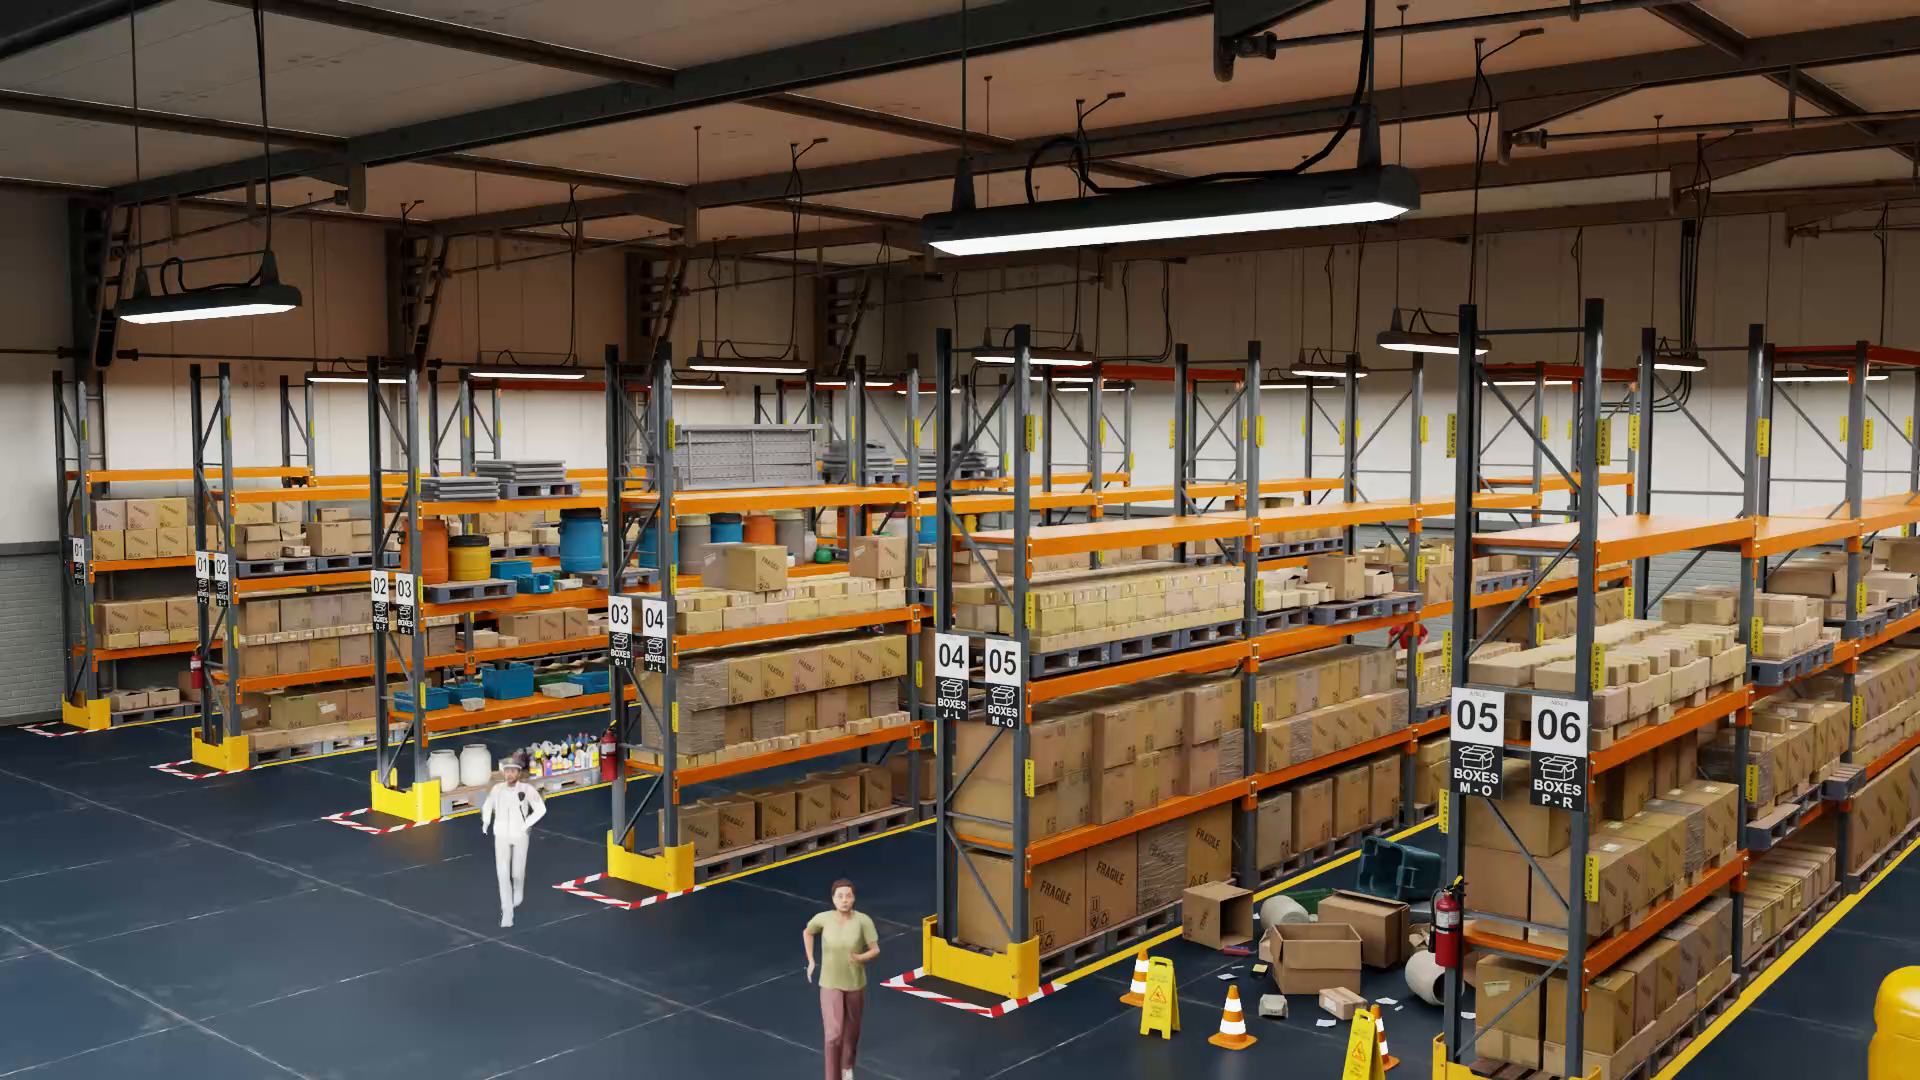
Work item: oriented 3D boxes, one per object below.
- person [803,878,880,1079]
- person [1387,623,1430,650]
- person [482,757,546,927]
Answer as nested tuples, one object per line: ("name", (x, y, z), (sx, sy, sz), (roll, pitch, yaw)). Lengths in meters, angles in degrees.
("person", (-0.891, 3.417, 12.627), (0.547, 1.728, 0.747), (-1, 4, -12))
("person", (8.173, 2.121, 30.178), (0.722, 1.745, 0.858), (0, 4, -5))
("person", (-4.643, 3.096, 17.269), (0.666, 1.722, 0.733), (0, 4, -2))
